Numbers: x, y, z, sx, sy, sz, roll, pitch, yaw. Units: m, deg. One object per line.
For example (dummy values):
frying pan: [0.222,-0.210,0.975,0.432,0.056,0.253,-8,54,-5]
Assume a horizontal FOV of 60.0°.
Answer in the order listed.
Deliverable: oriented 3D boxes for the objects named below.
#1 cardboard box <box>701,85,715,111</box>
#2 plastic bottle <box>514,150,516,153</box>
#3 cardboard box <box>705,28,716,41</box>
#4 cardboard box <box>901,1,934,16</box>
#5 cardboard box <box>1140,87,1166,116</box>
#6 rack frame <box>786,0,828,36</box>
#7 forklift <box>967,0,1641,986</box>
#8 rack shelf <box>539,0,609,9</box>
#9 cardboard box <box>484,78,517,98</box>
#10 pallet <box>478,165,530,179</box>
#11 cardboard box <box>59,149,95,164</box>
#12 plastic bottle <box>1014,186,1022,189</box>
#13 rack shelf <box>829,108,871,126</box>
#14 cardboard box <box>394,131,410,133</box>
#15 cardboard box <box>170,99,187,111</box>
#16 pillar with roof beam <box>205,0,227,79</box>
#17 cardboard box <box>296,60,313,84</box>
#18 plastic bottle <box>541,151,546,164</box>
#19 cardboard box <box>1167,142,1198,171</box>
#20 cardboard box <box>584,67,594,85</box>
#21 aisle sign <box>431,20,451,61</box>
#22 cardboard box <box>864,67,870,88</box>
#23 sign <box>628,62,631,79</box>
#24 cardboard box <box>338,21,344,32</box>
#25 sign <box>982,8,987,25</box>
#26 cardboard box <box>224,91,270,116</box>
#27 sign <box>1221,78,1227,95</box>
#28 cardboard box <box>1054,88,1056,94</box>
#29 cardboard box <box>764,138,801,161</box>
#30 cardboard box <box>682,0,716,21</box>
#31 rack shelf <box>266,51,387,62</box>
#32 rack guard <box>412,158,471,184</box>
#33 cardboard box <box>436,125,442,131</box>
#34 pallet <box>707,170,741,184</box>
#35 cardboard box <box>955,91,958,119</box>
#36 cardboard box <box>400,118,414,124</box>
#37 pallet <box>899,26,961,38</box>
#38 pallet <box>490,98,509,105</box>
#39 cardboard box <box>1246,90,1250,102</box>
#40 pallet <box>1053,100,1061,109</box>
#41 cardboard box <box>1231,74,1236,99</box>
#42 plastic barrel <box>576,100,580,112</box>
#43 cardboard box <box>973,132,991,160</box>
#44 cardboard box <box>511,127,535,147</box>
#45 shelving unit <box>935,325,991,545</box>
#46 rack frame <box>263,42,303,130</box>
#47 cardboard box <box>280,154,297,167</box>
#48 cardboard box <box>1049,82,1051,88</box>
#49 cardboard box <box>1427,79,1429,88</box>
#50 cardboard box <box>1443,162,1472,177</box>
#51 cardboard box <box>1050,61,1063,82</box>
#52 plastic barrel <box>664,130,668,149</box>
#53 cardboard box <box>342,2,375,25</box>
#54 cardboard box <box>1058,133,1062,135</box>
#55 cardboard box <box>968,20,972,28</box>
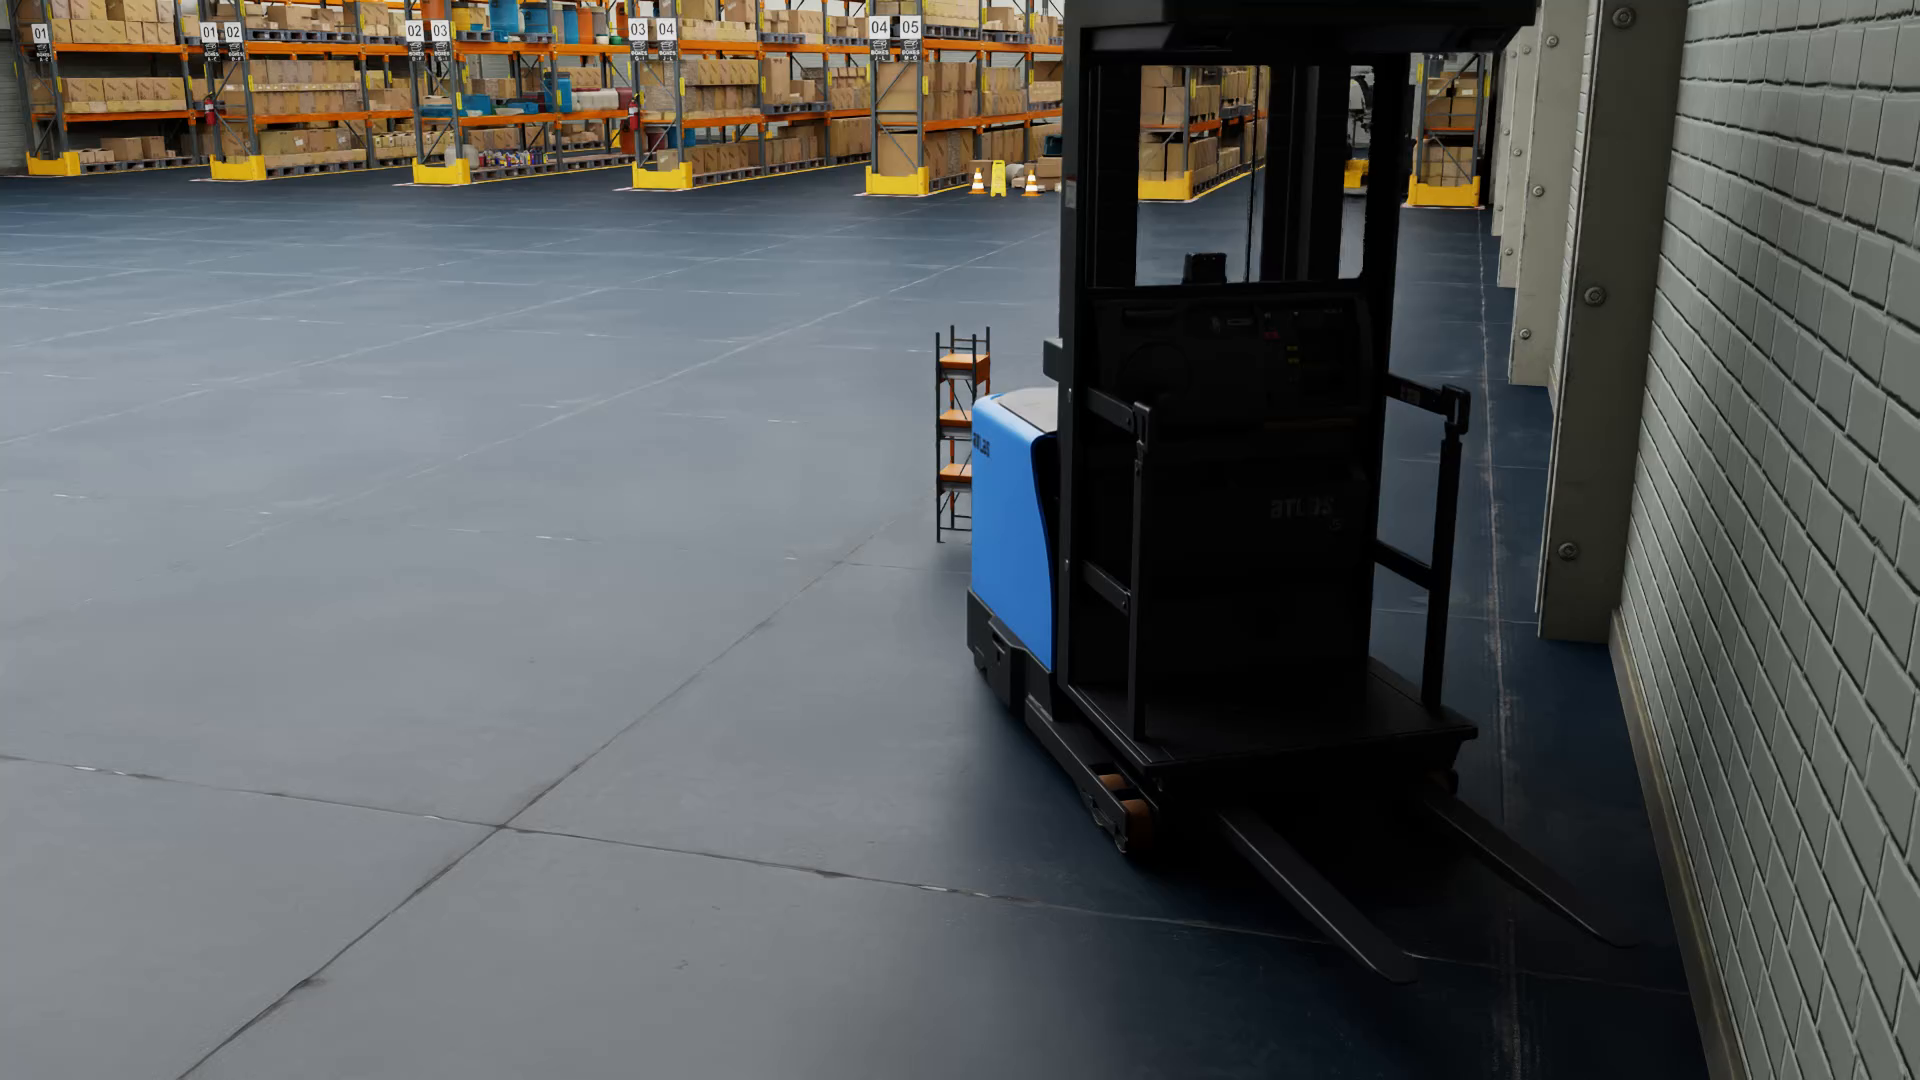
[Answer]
cardboard box: [-5.506,-8.997,33.824,0.875,0.500,0.500,5,16,16]
plastic bottle: [-9.985,-8.588,37.281,0.061,0.283,0.133,5,16,16]
cardboard box: [-5.229,-10.138,33.353,0.500,0.250,0.500,5,16,16]
cardboard box: [-0.789,-9.856,30.861,0.500,0.250,0.500,5,16,16]
cardboard box: [3.493,-7.983,30.248,0.500,0.500,0.500,4,16,15]
rack frame: [-3.625,-13.376,38.996,1.000,3.000,0.127,5,16,16]
forklift: [0.924,-0.584,5.018,1.130,2.935,3.031,-4,16,-15]
rack shelf: [-11.417,-15.367,47.341,1.077,0.370,4.000,5,16,16]
cardboard box: [-12.469,-12.264,45.117,0.700,0.500,0.500,7,17,25]
pallet: [-10.087,-7.993,36.123,1.003,0.211,1.213,5,16,16]
cardboard box: [-19.863,-8.641,37.419,0.500,0.311,0.500,3,16,10]
plastic bottle: [1.134,-6.907,32.570,0.133,0.061,0.283,-1,16,-3]
rack shelf: [-3.057,-10.667,41.757,1.077,0.370,4.000,5,16,16]
cardboard box: [-13.841,-10.022,41.408,0.500,0.311,0.500,4,16,14]
cardboard box: [-18.854,-10.385,39.686,0.500,0.250,0.500,5,16,16]
pillar with roof beam: [-14.944,-13.921,40.919,9.100,9.000,0.400,5,16,16]
cardboard box: [-14.807,-10.374,36.846,0.700,0.500,0.500,5,16,16]
plastic bottle: [-9.331,-8.581,37.256,0.061,0.283,0.133,5,17,19]
cardboard box: [4.103,-7.064,30.632,0.500,0.500,0.500,4,16,14]
cardboard box: [-10.997,-13.475,48.324,0.500,0.500,0.500,5,17,17]
aisle sign: [-10.387,-9.990,33.288,0.394,0.787,0.004,5,16,16]
cardboard box: [-2.662,-11.899,42.762,0.797,0.503,0.637,4,16,14]
sign: [-6.425,-9.154,32.404,0.100,0.325,0.005,5,16,16]
cardboard box: [-17.188,-14.019,45.771,0.700,0.500,0.500,4,16,15]
sign: [0.497,-10.719,34.035,0.100,0.325,0.005,5,16,16]
cardboard box: [-15.251,-9.335,35.561,0.700,0.500,0.500,5,16,16]
sign: [5.262,-9.051,33.156,0.100,0.325,0.005,5,16,16]
cardboard box: [2.167,-11.096,41.099,0.380,0.149,0.250,5,17,18]
cardboard box: [-4.097,-9.027,38.432,0.700,0.500,0.500,6,17,21]
cardboard box: [-5.218,-10.639,33.199,0.500,0.500,0.500,5,16,16]
rack shelf: [-17.304,-13.262,45.411,1.077,0.370,4.000,5,16,16]
rack guard: [-10.671,-7.602,34.214,1.175,0.500,0.348,5,16,16]
cardboard box: [-15.987,-12.281,49.941,0.700,0.500,0.500,4,16,14]
pallet: [-5.264,-7.603,34.747,1.003,0.211,1.213,5,16,16]
cardboard box: [-0.530,-8.729,33.332,0.875,0.550,0.550,5,16,16]
cardboard box: [-16.153,-12.263,48.690,0.380,0.149,0.250,5,17,18]
pallet: [-0.627,-9.901,32.405,1.003,0.211,1.213,5,16,16]
pallet: [-12.574,-11.676,44.347,1.003,0.211,1.213,5,16,16]
cardboard box: [6.257,-10.003,37.457,0.500,0.250,0.500,5,16,15]
pallet: [1.881,-10.844,41.416,1.003,0.211,1.213,5,16,16]
cardboard box: [5.443,-9.428,34.572,0.500,0.500,0.500,5,16,16]
plastic barrel: [-8.988,-10.095,38.677,0.301,0.262,0.301,0,16,0]
cardboard box: [0.055,-8.321,35.522,1.050,0.750,0.750,5,16,16]
cardboard box: [-12.000,-11.034,45.510,0.500,0.500,0.500,5,16,16]
shelving unit: [0.015,-0.519,8.235,0.215,1.050,0.252,5,16,16]
rack frame: [-17.873,-11.642,43.877,1.000,3.000,0.127,5,16,16]
cardboard box: [-14.892,-8.299,36.361,0.500,0.250,0.500,5,16,16]
cardboard box: [2.013,-11.102,40.573,0.380,0.149,0.250,4,16,14]
cardboard box: [8.303,-7.924,28.854,0.380,0.149,0.250,5,16,16]
cardboard box: [8.695,-6.471,28.999,0.500,0.250,0.500,5,17,17]
cardboard box: [2.600,-11.896,42.214,0.500,0.500,0.500,5,17,17]
plastic barrel: [-7.856,-10.458,43.494,0.421,0.512,0.421,0,16,0]
cardboard box: [-14.046,-12.304,38.846,0.500,0.500,0.500,5,17,17]
cardboard box: [2.269,-9.911,41.587,0.500,0.500,0.500,4,16,15]
cardboard box: [0.024,-10.351,33.335,0.380,0.149,0.250,5,17,17]
